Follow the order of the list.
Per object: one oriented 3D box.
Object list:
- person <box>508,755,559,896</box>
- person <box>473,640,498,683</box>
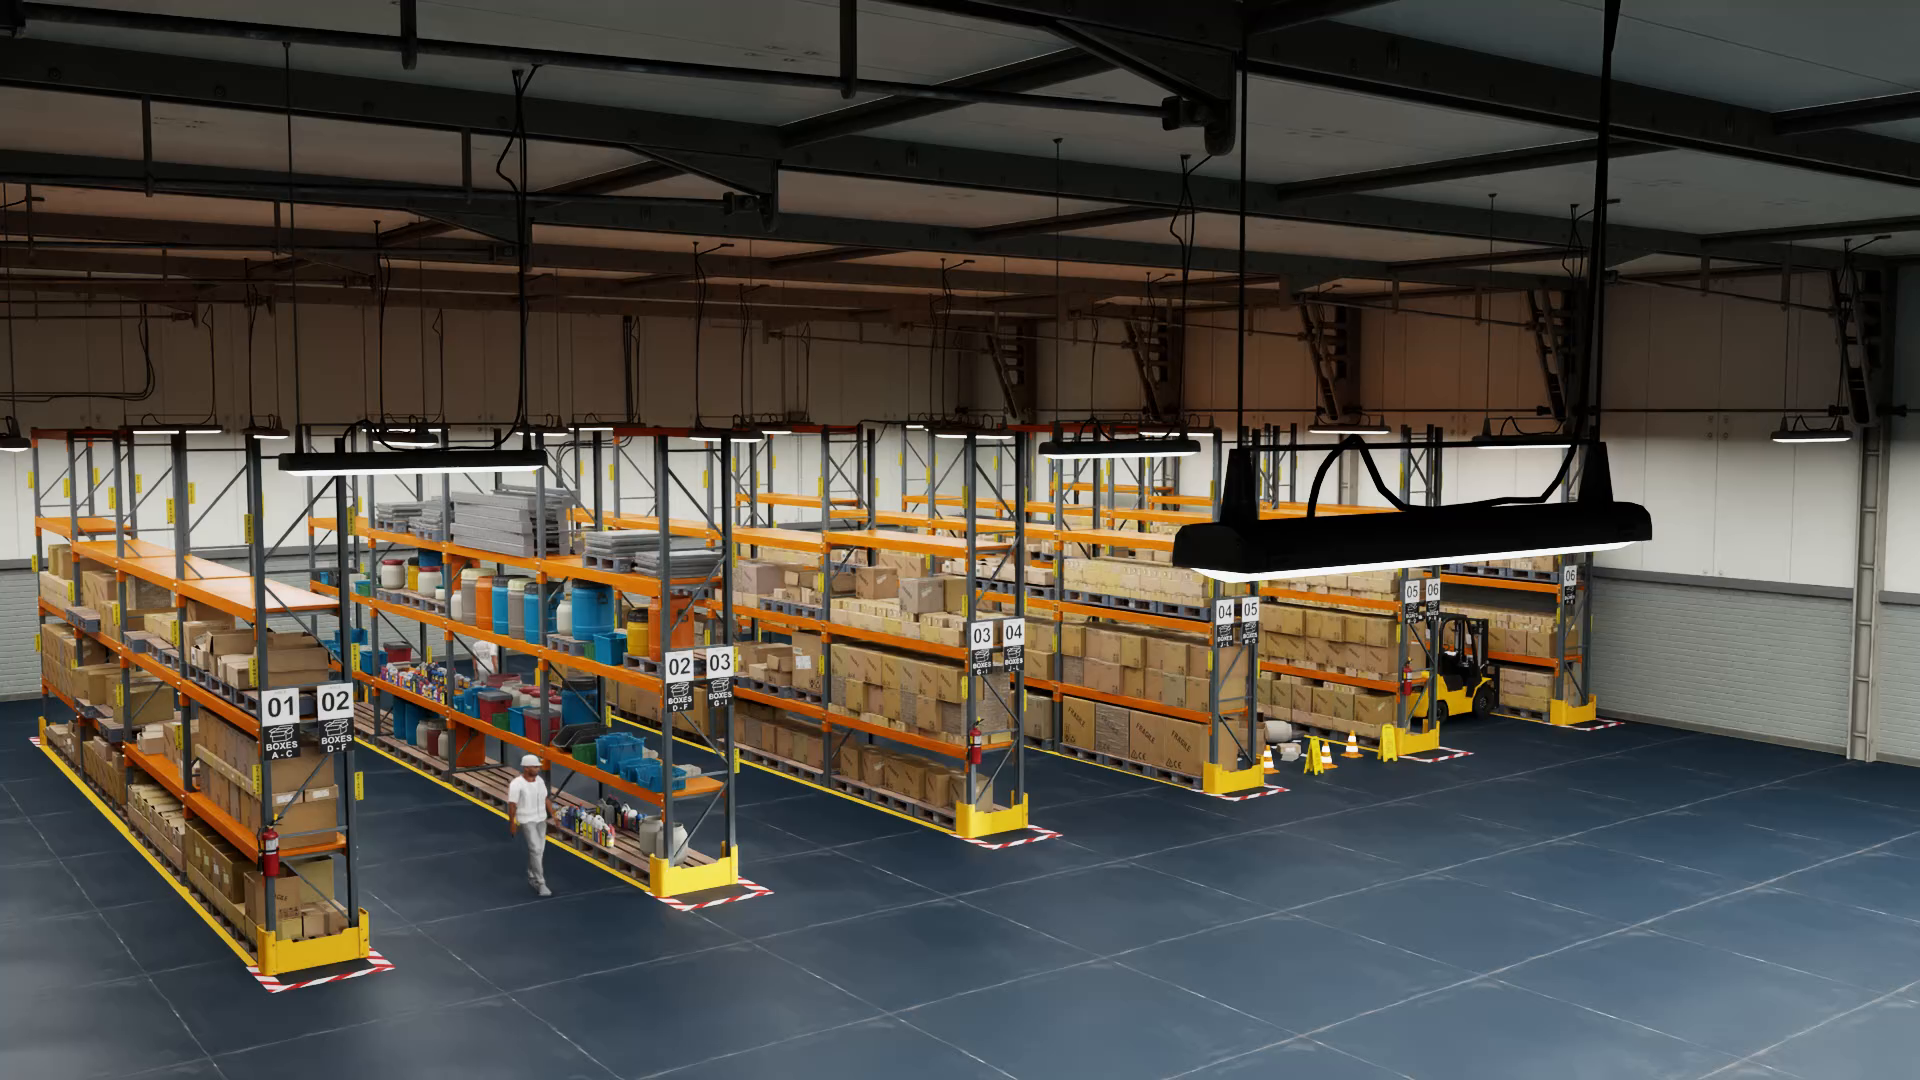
[{"bbox_3d":[-5.541,3.739,21.920,0.686,1.783,0.593,3,5,32],"label":"person"},{"bbox_3d":[-9.887,2.738,34.719,0.561,1.791,0.552,-1,5,-13],"label":"person"}]
